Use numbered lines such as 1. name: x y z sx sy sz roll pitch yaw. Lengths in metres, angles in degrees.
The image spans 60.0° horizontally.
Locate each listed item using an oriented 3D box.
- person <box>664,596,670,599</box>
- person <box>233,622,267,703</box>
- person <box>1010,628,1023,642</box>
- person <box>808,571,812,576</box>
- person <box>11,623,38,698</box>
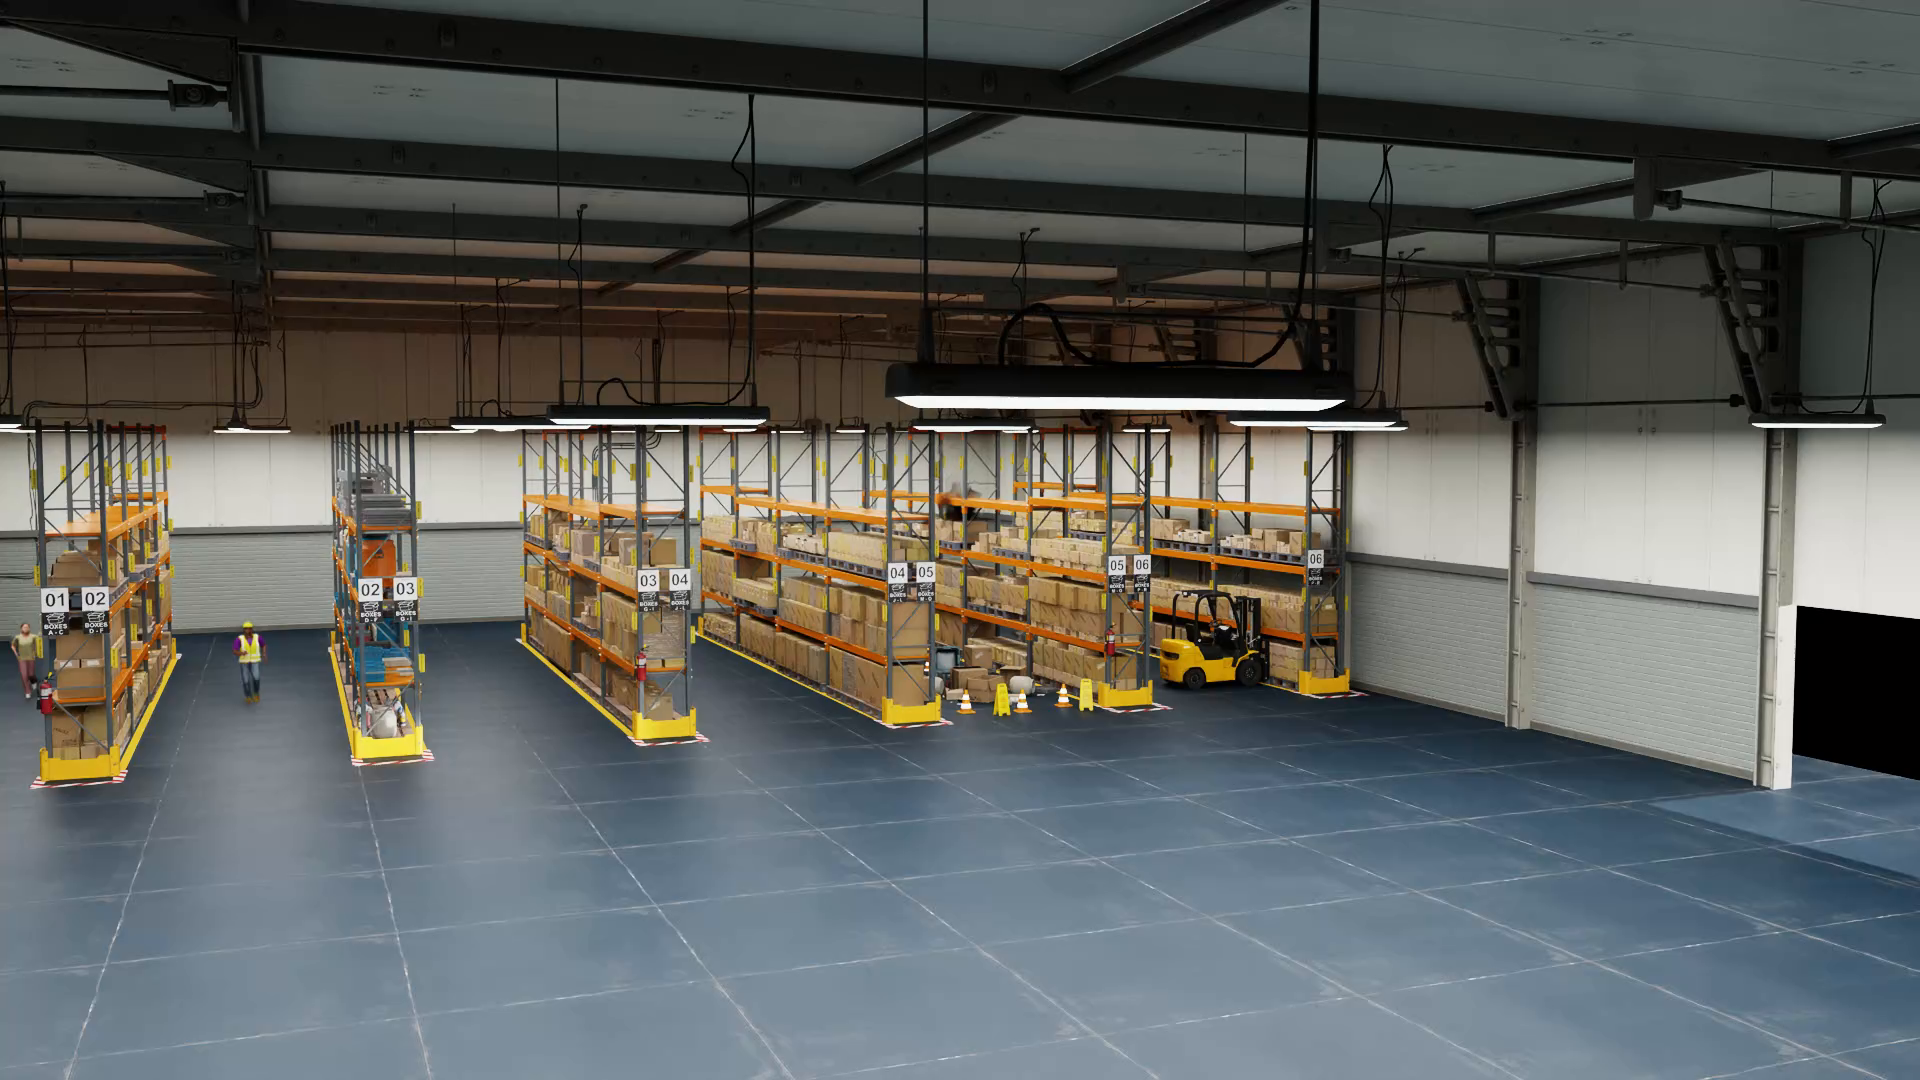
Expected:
1. person: -8.522 1.924 47.173 0.743 1.816 0.893 0 4 -1
2. person: -15.144 2.622 35.482 0.673 1.748 0.678 -2 4 -26
3. person: 1.615 2.033 44.964 0.655 1.678 0.597 -1 4 -19
4. person: -4.430 1.737 50.648 0.769 1.696 0.586 -1 4 -22
5. person: -20.537 2.629 36.560 0.574 1.649 0.642 -2 4 -27
